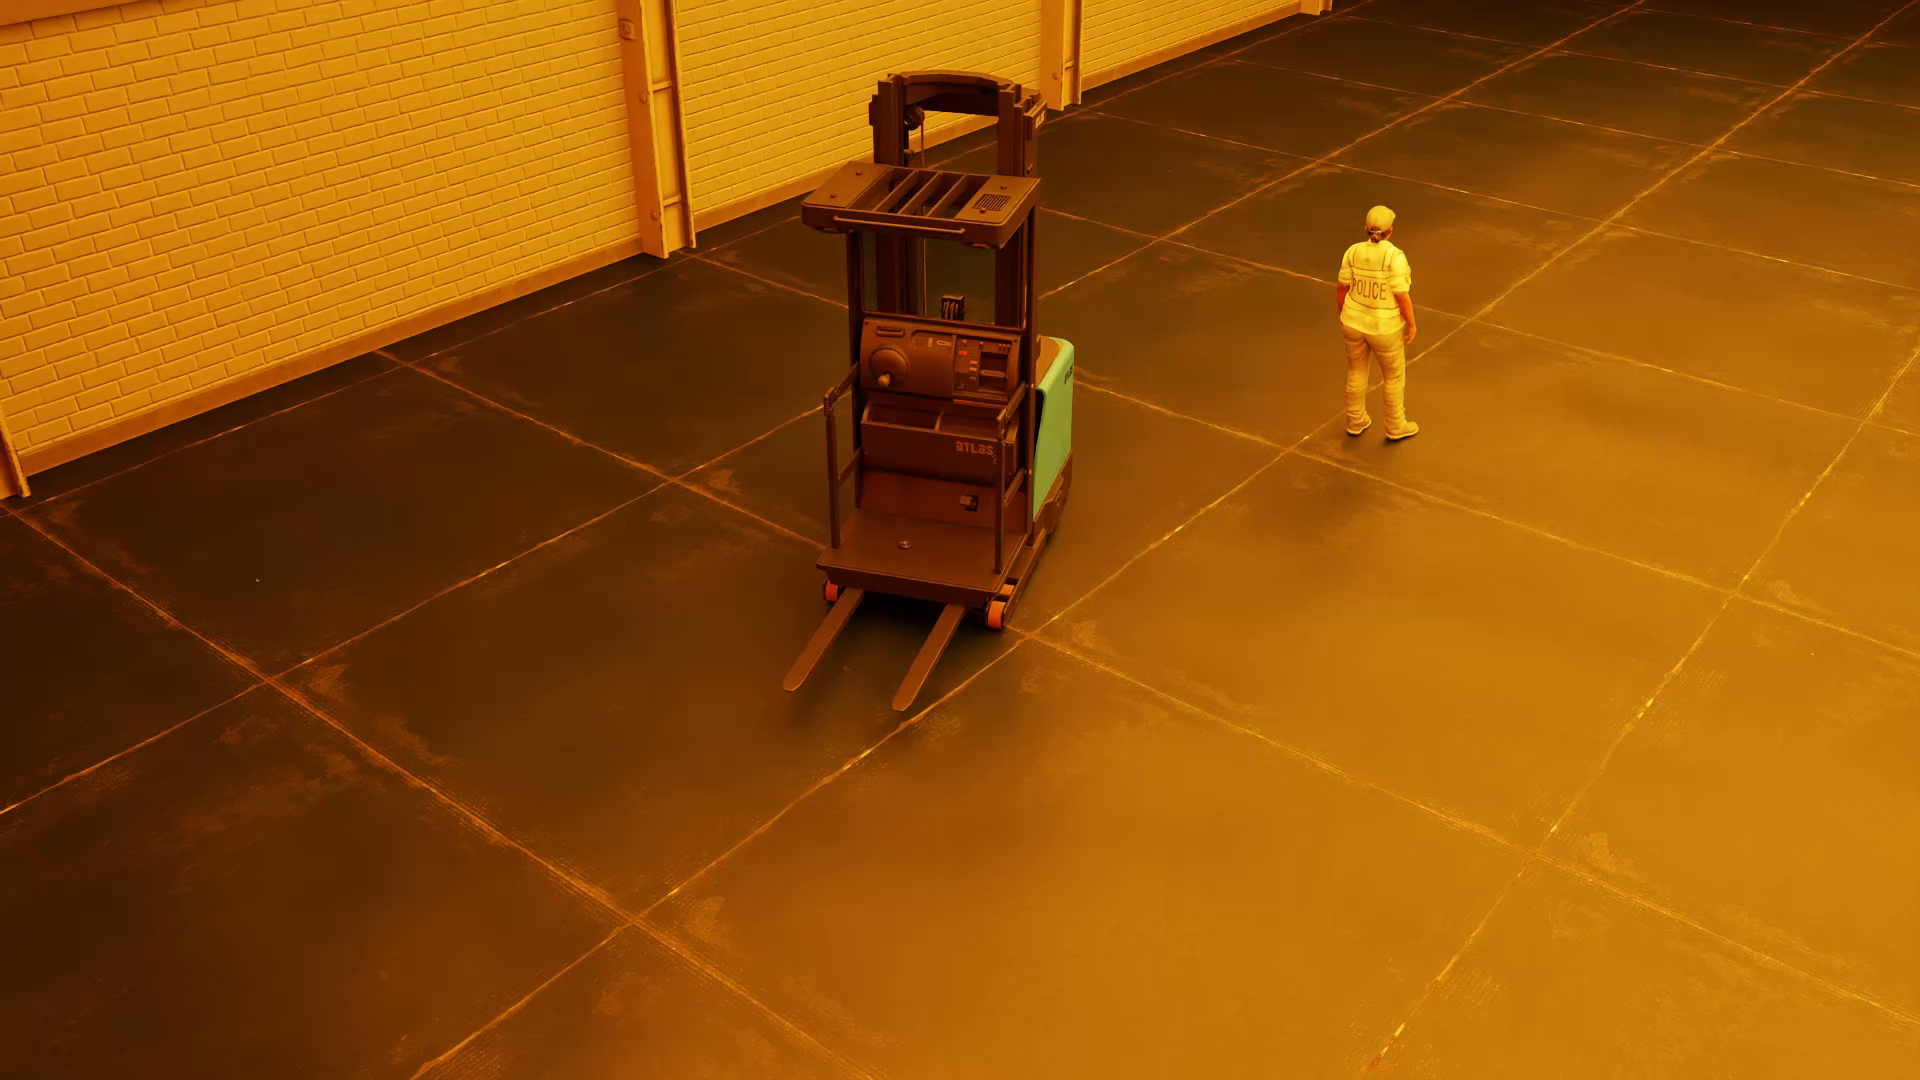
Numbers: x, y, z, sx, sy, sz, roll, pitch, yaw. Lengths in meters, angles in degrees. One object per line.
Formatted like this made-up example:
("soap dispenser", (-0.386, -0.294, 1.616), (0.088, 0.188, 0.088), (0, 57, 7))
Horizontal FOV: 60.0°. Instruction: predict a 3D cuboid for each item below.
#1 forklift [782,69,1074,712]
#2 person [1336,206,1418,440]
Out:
("forklift", (-0.176, -0.972, 9.258), (1.130, 2.935, 3.031), (9, 31, 14))
("person", (2.885, -1.494, 11.392), (0.598, 1.670, 0.529), (22, 37, 33))
